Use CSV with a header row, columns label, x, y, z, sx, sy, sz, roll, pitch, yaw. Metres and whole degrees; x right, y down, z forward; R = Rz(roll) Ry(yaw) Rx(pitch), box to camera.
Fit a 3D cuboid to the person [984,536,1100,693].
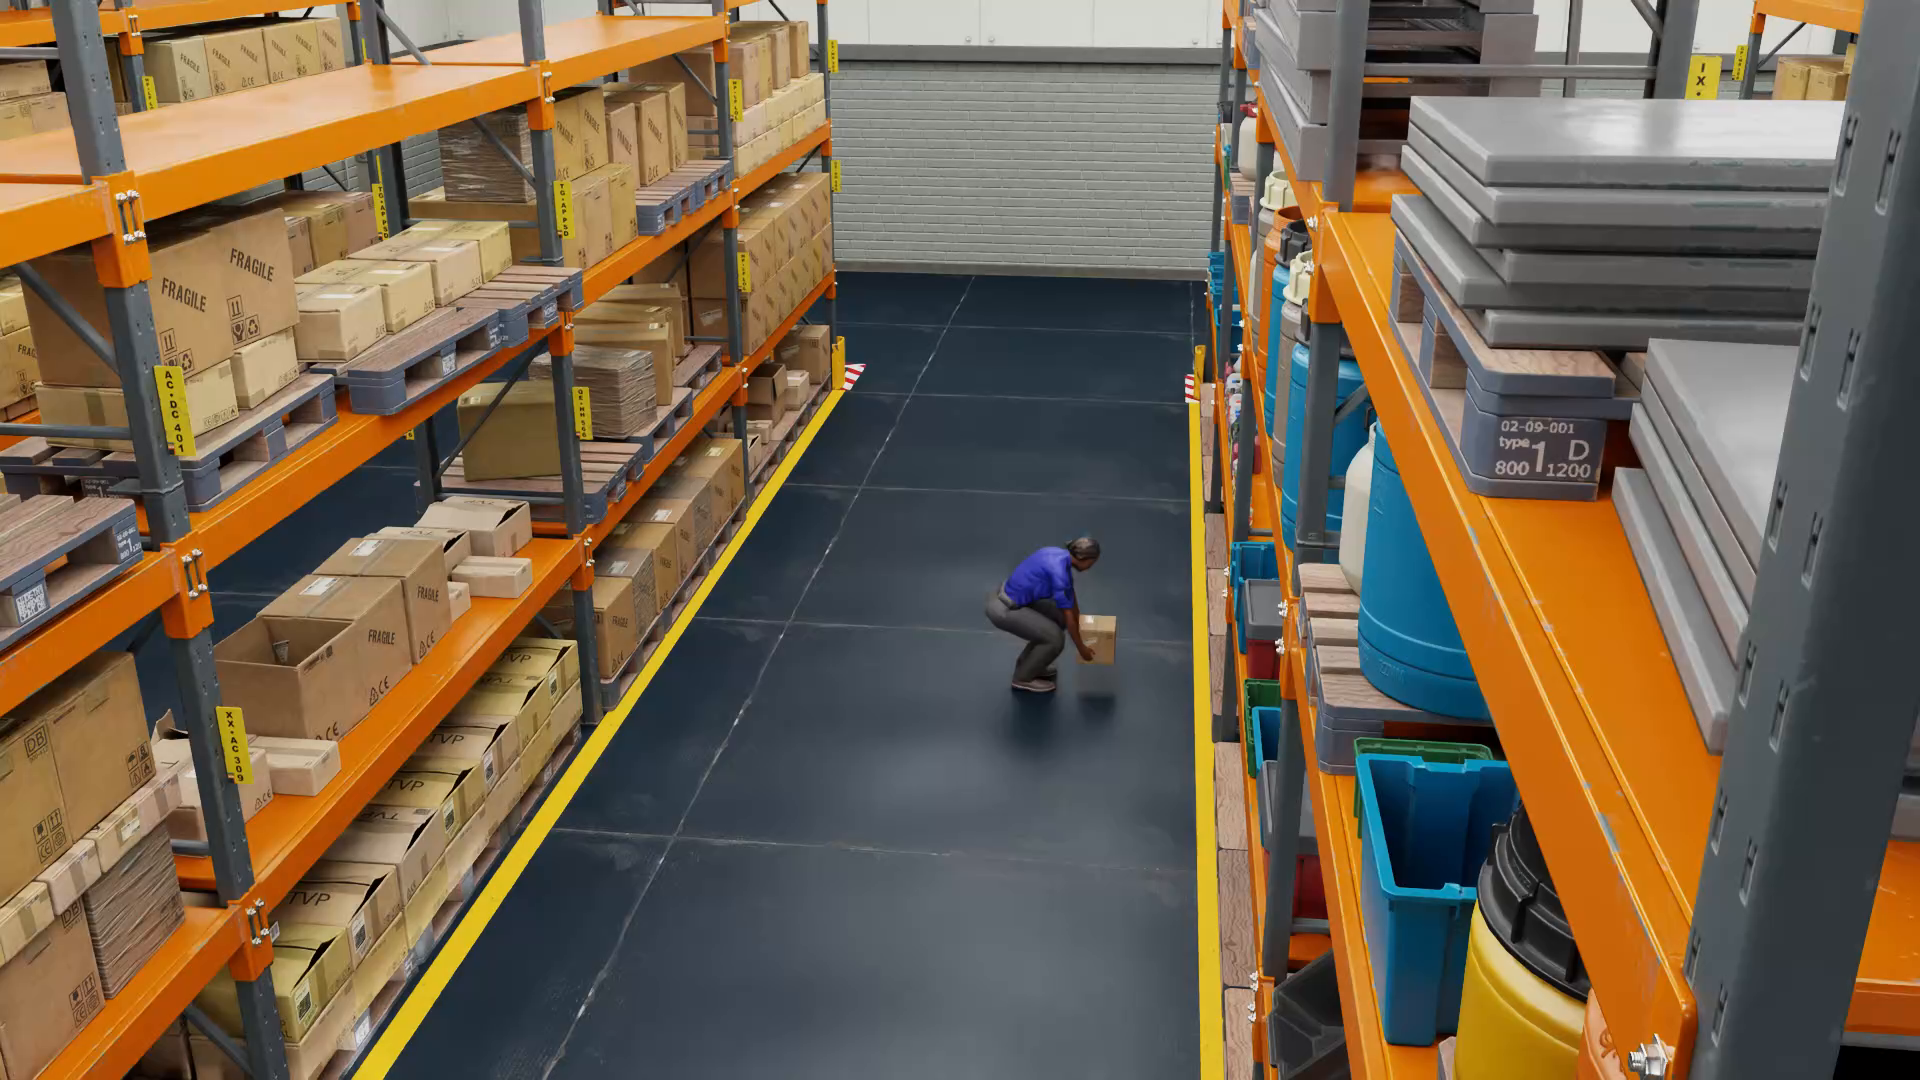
label,x,y,z,sx,sy,sz,roll,pitch,yaw
person,0.549,0.467,11.141,0.755,1.046,0.488,2,21,6
